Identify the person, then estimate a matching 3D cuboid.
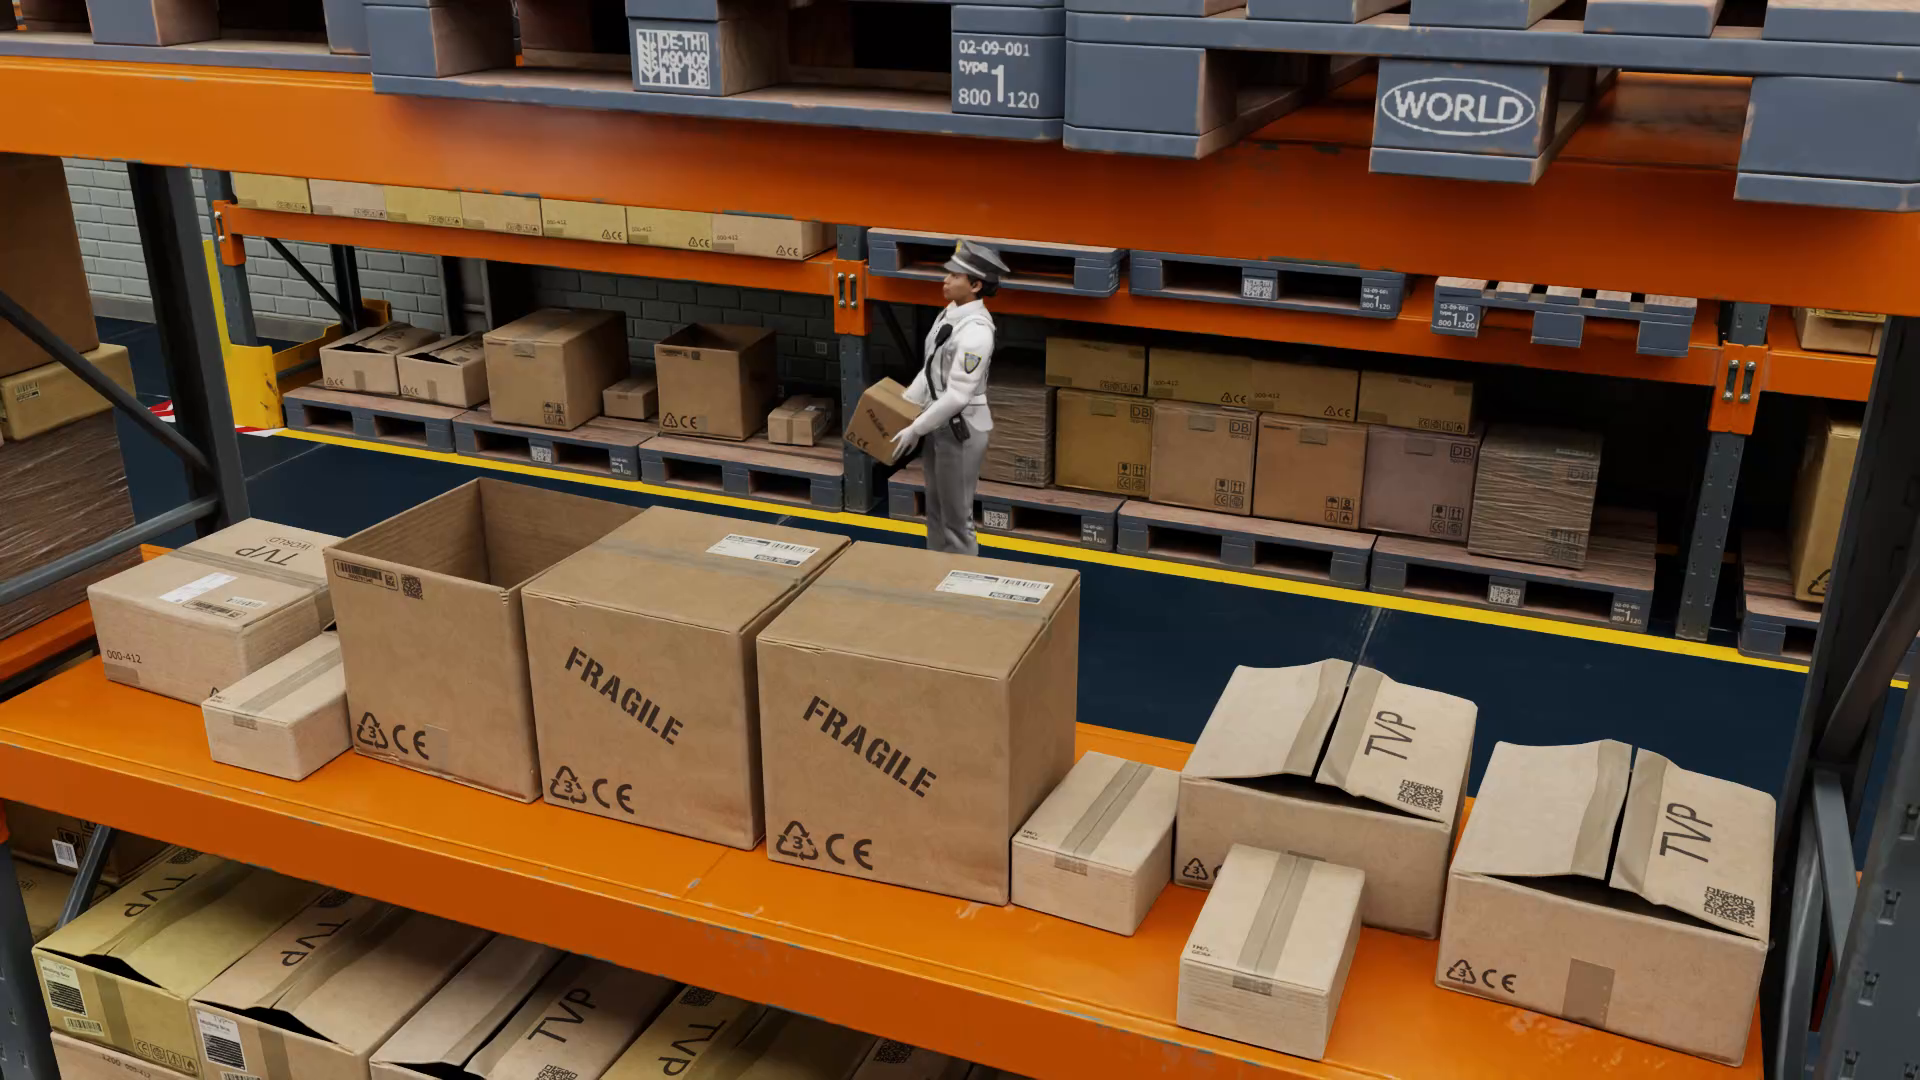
[{"bbox_3d":[-0.062,-0.460,7.149,0.514,1.703,0.527,-4,23,-10],"label":"person"}]
